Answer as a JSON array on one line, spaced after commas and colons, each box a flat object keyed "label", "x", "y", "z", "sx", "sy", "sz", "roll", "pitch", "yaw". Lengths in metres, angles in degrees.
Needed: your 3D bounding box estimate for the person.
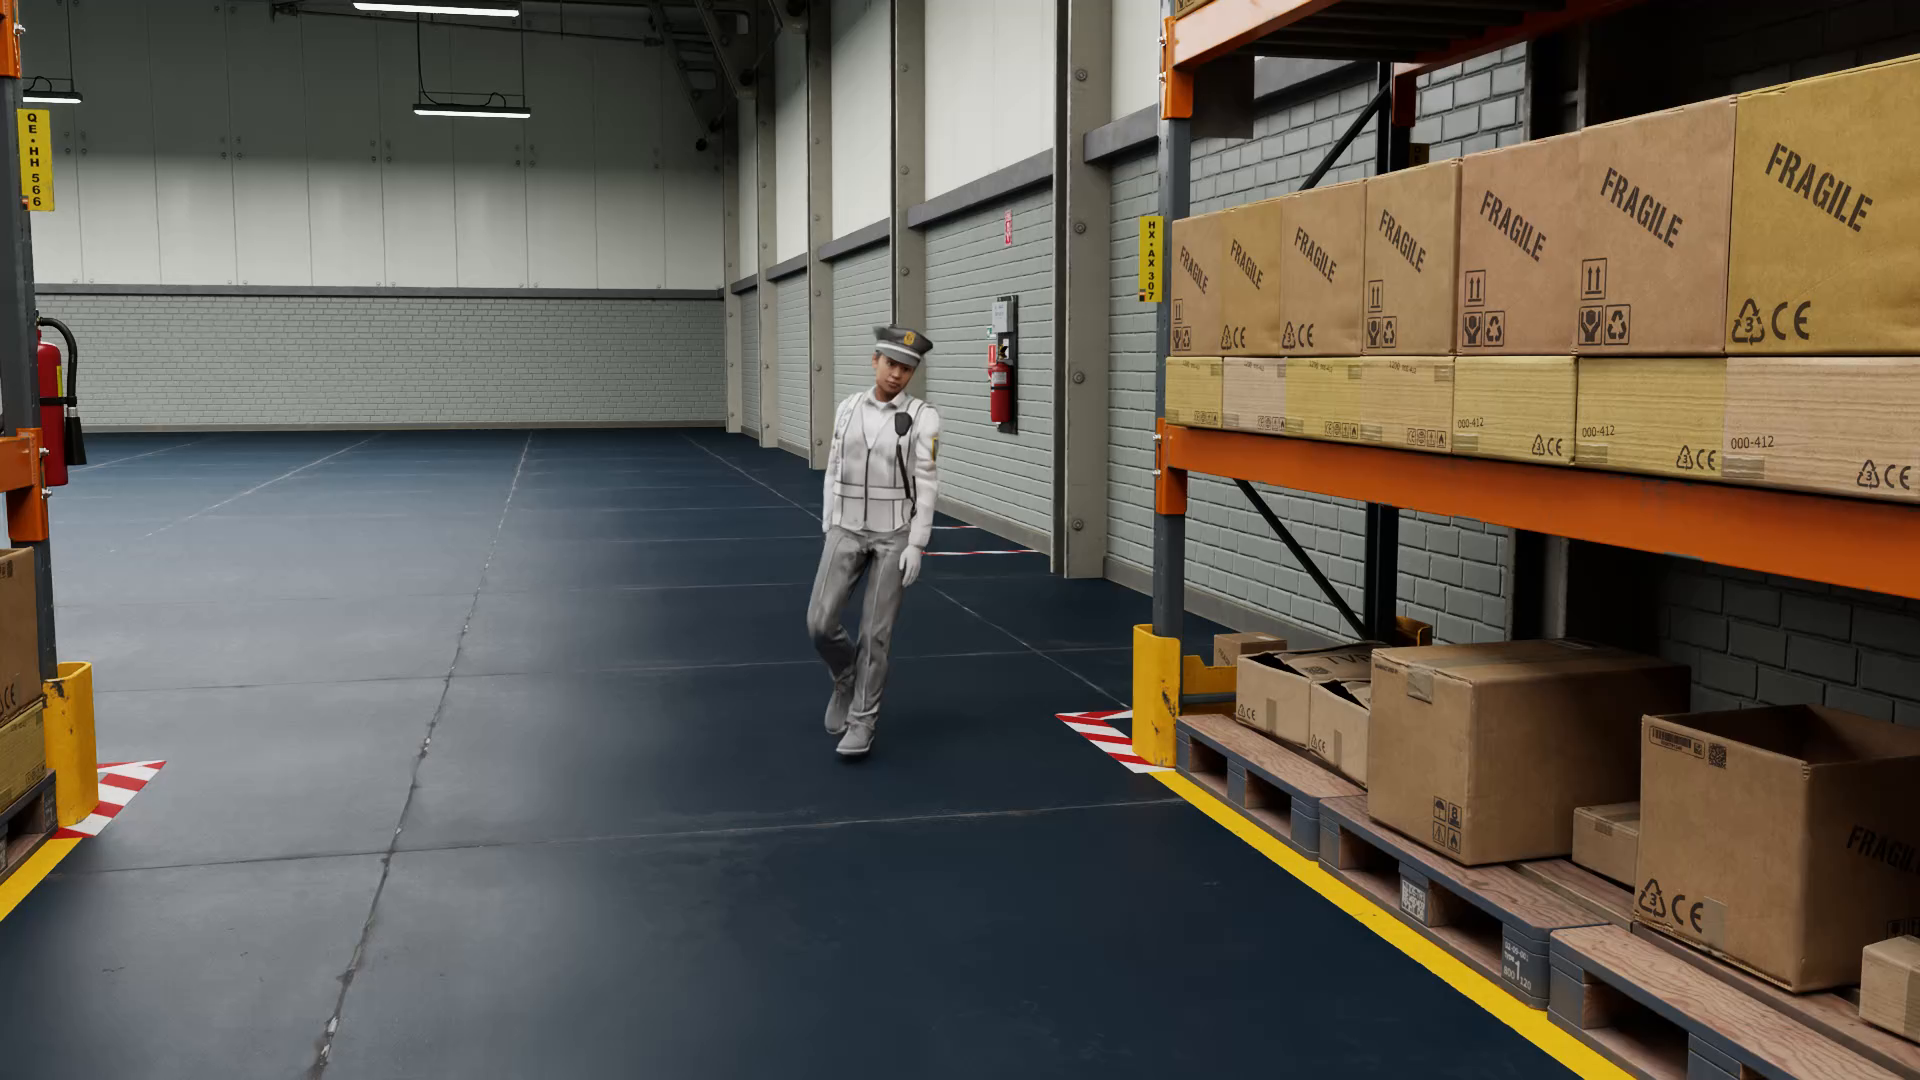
[{"label": "person", "x": -0.328, "y": -0.004, "z": 6.504, "sx": 0.504, "sy": 1.652, "sz": 0.453, "roll": 1, "pitch": 6, "yaw": 13}]
